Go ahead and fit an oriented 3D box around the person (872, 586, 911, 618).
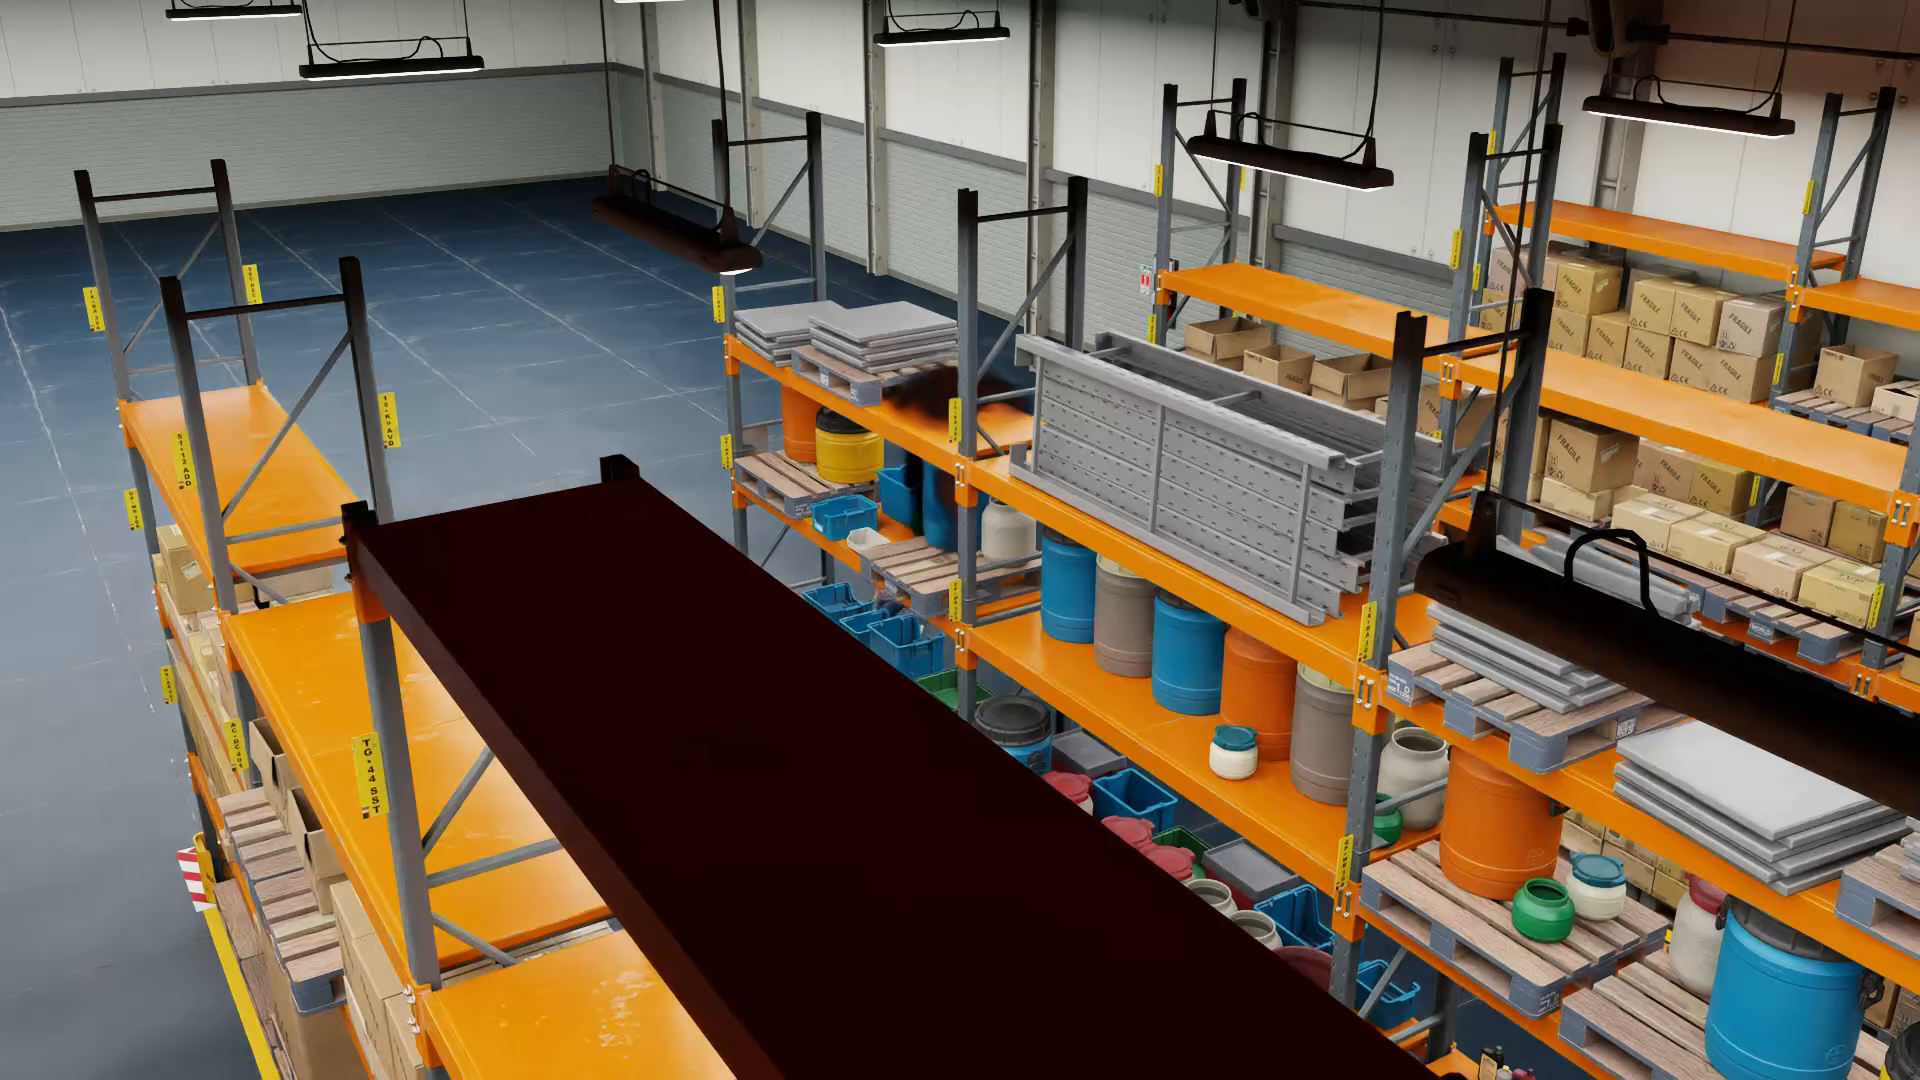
[{"bbox_3d":[-0.759,0.724,17.916,0.717,1.259,0.449,-12,25,-27],"label":"person"}]
